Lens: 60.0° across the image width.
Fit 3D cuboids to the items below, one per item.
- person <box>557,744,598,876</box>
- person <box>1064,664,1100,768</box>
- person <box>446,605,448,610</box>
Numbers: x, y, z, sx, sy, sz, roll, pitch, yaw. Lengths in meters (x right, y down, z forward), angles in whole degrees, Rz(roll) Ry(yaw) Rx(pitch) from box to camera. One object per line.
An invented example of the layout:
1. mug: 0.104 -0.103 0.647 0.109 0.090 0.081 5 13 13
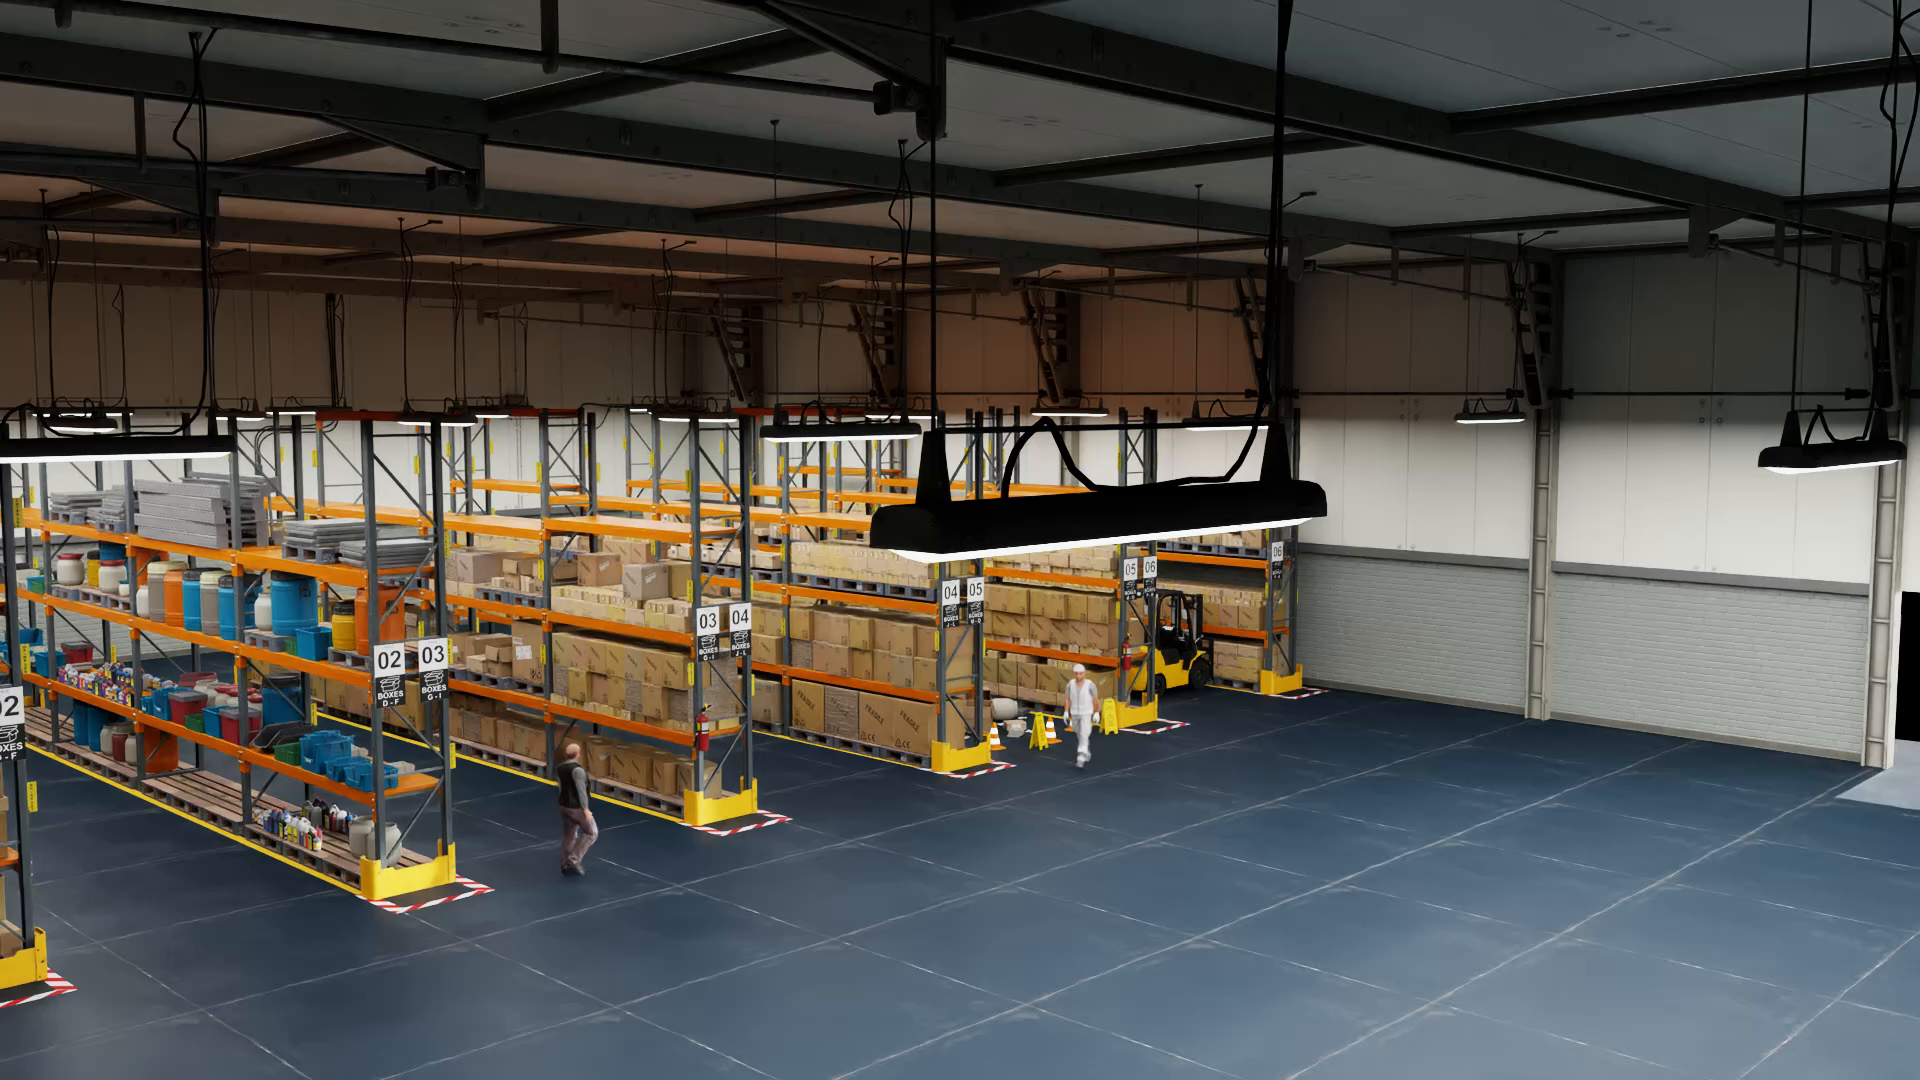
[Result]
1. person: -5.049 3.526 21.845 0.565 1.728 0.429 5 7 44
2. person: 2.017 2.952 28.042 0.560 1.730 1.050 3 6 27
3. person: -11.363 2.266 36.739 0.371 1.716 0.485 -2 5 -18
